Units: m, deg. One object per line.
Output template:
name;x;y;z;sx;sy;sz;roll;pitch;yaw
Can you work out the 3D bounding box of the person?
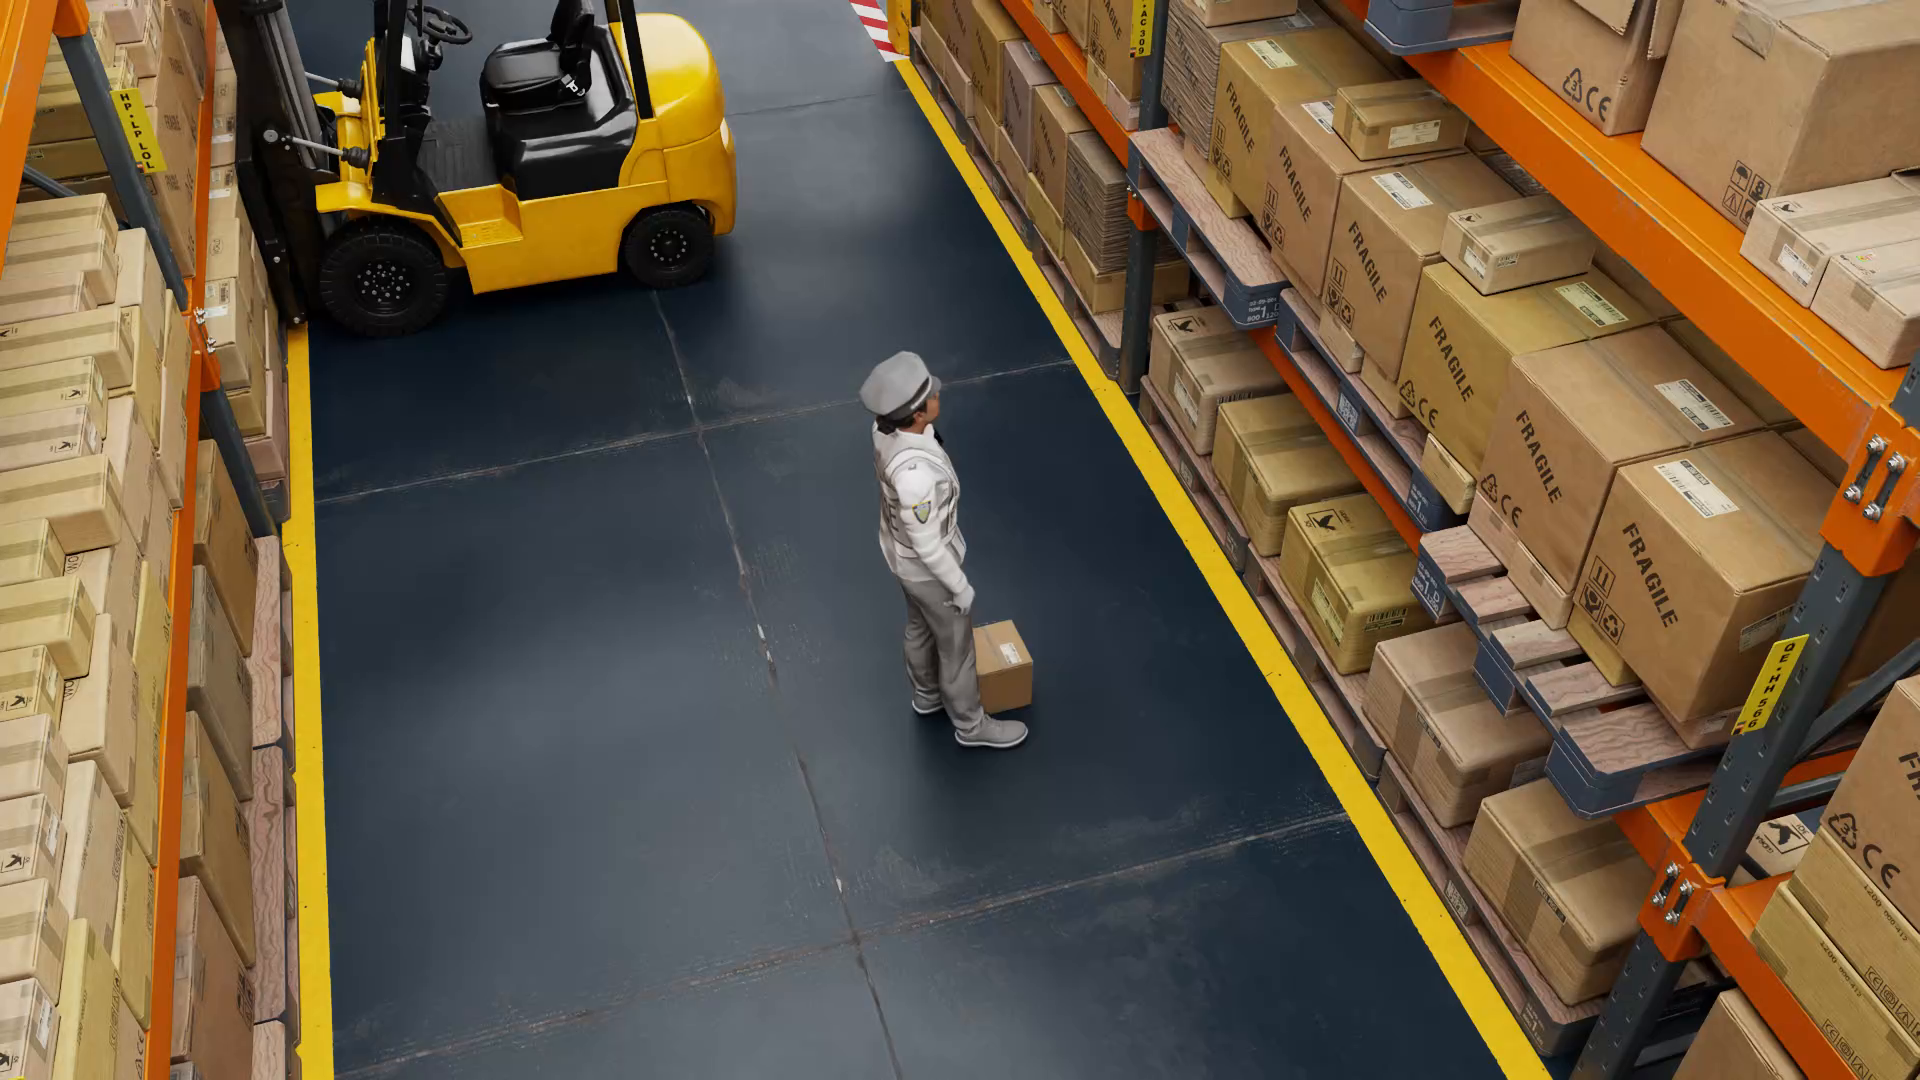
person;-0.059;0.038;6.080;0.534;1.695;0.581;-12;44;-13
